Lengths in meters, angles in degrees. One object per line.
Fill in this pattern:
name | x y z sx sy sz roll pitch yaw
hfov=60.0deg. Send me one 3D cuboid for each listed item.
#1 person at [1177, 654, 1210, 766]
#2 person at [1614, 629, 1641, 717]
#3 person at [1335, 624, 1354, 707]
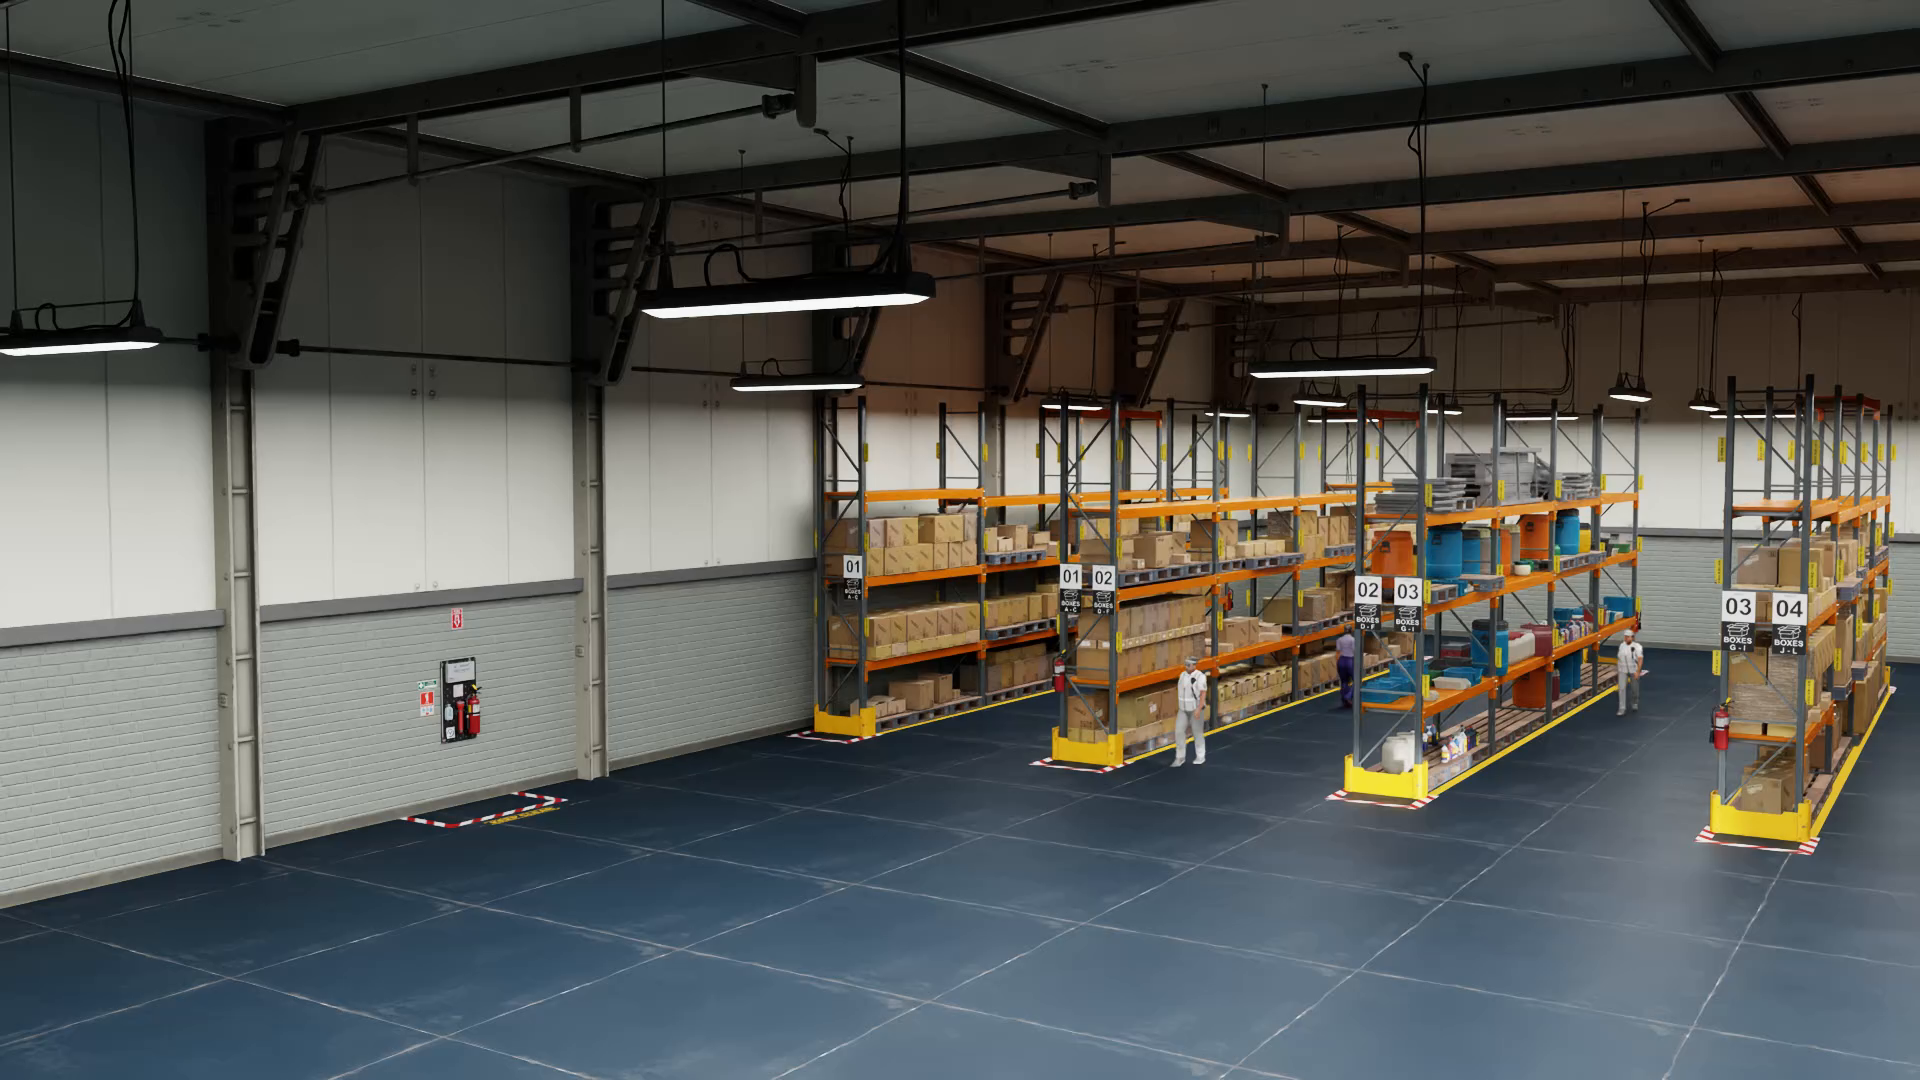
person | 3.758 2.722 26.674 0.519 1.773 0.584 -1 3 -13
person | 12.628 2.506 31.461 0.480 1.649 0.573 1 3 26
person | 7.677 2.495 32.692 0.601 1.712 0.384 0 3 9
